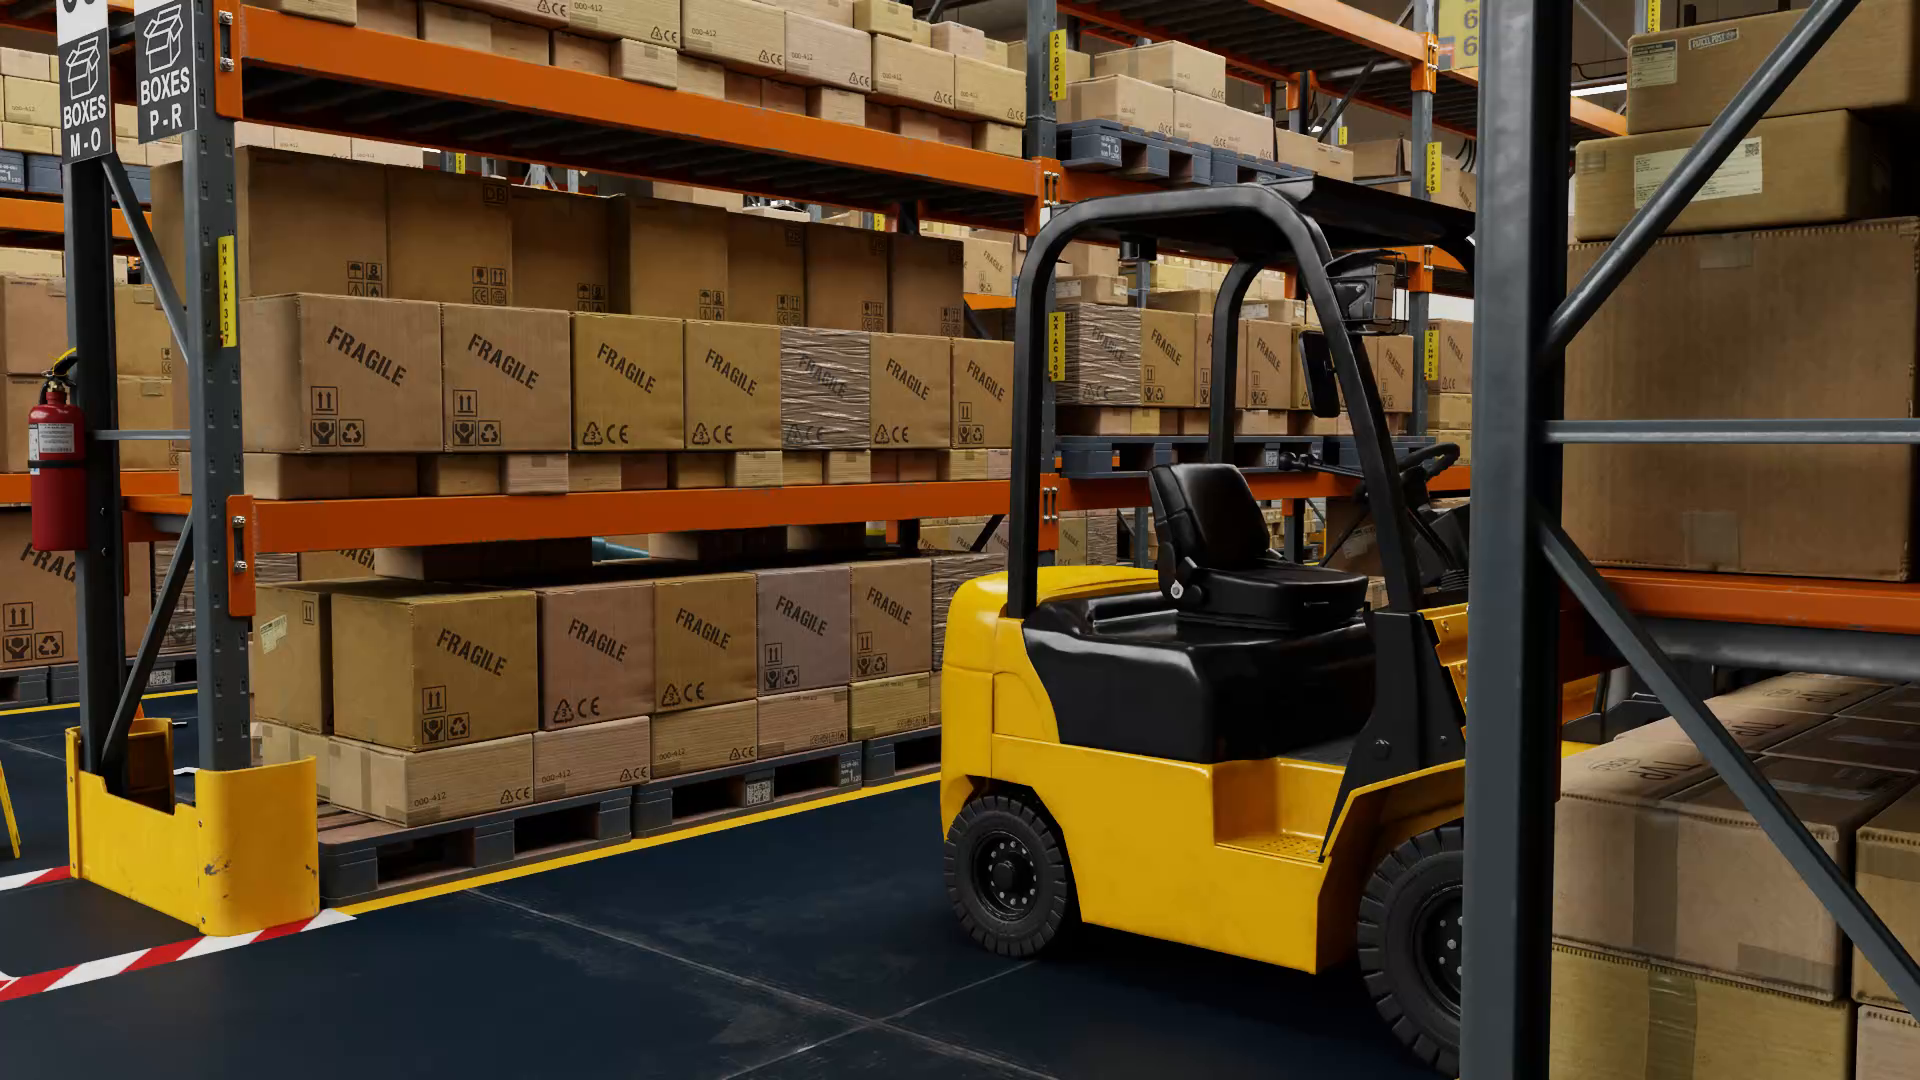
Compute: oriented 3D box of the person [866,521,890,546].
[{"bbox_3d":[-0.692,-0.076,11.301,0.555,1.763,0.625,3,5,40],"label":"person"}]
